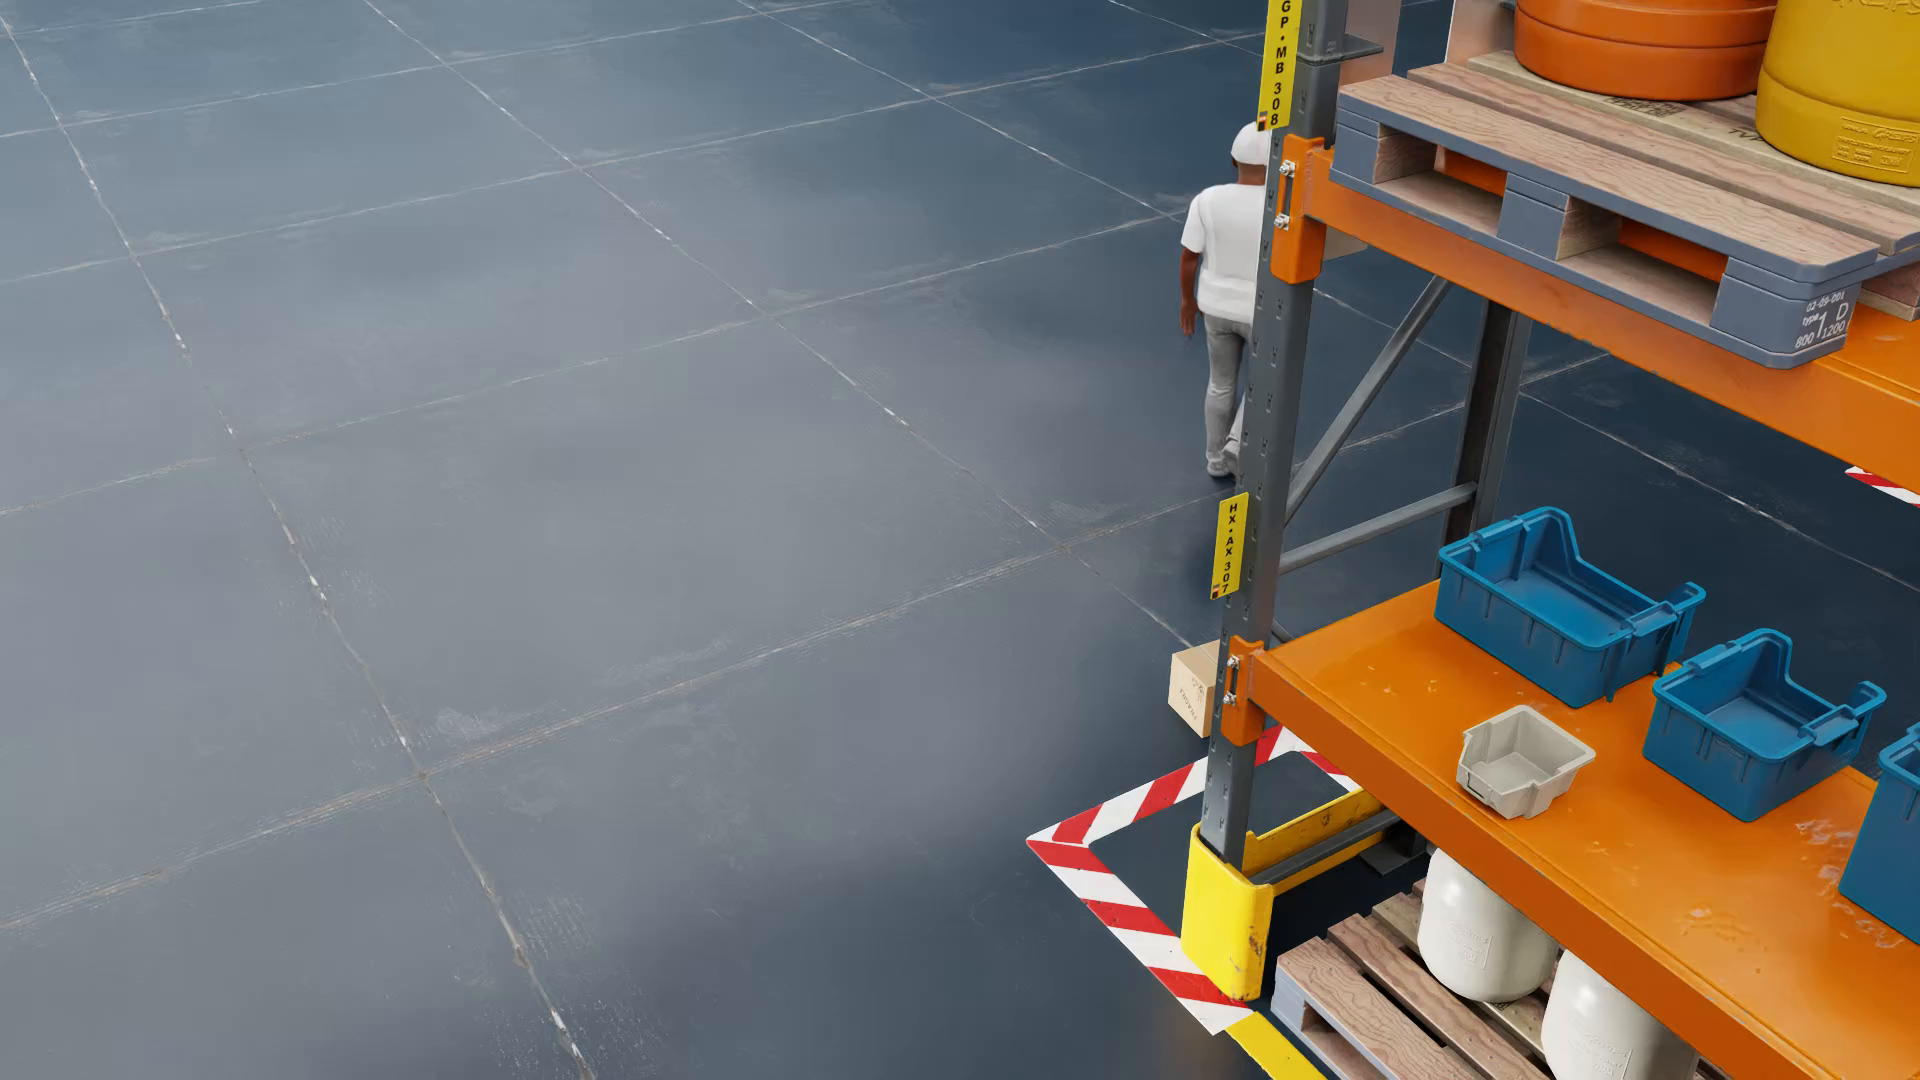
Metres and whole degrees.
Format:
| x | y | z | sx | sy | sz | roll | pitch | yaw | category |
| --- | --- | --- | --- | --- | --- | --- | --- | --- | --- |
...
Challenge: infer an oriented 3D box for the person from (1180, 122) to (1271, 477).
| x | y | z | sx | sy | sz | roll | pitch | yaw | category |
| --- | --- | --- | --- | --- | --- | --- | --- | --- | --- |
| 1.319 | -1.075 | 7.756 | 0.634 | 1.759 | 0.511 | 13 | 35 | 20 | person |
